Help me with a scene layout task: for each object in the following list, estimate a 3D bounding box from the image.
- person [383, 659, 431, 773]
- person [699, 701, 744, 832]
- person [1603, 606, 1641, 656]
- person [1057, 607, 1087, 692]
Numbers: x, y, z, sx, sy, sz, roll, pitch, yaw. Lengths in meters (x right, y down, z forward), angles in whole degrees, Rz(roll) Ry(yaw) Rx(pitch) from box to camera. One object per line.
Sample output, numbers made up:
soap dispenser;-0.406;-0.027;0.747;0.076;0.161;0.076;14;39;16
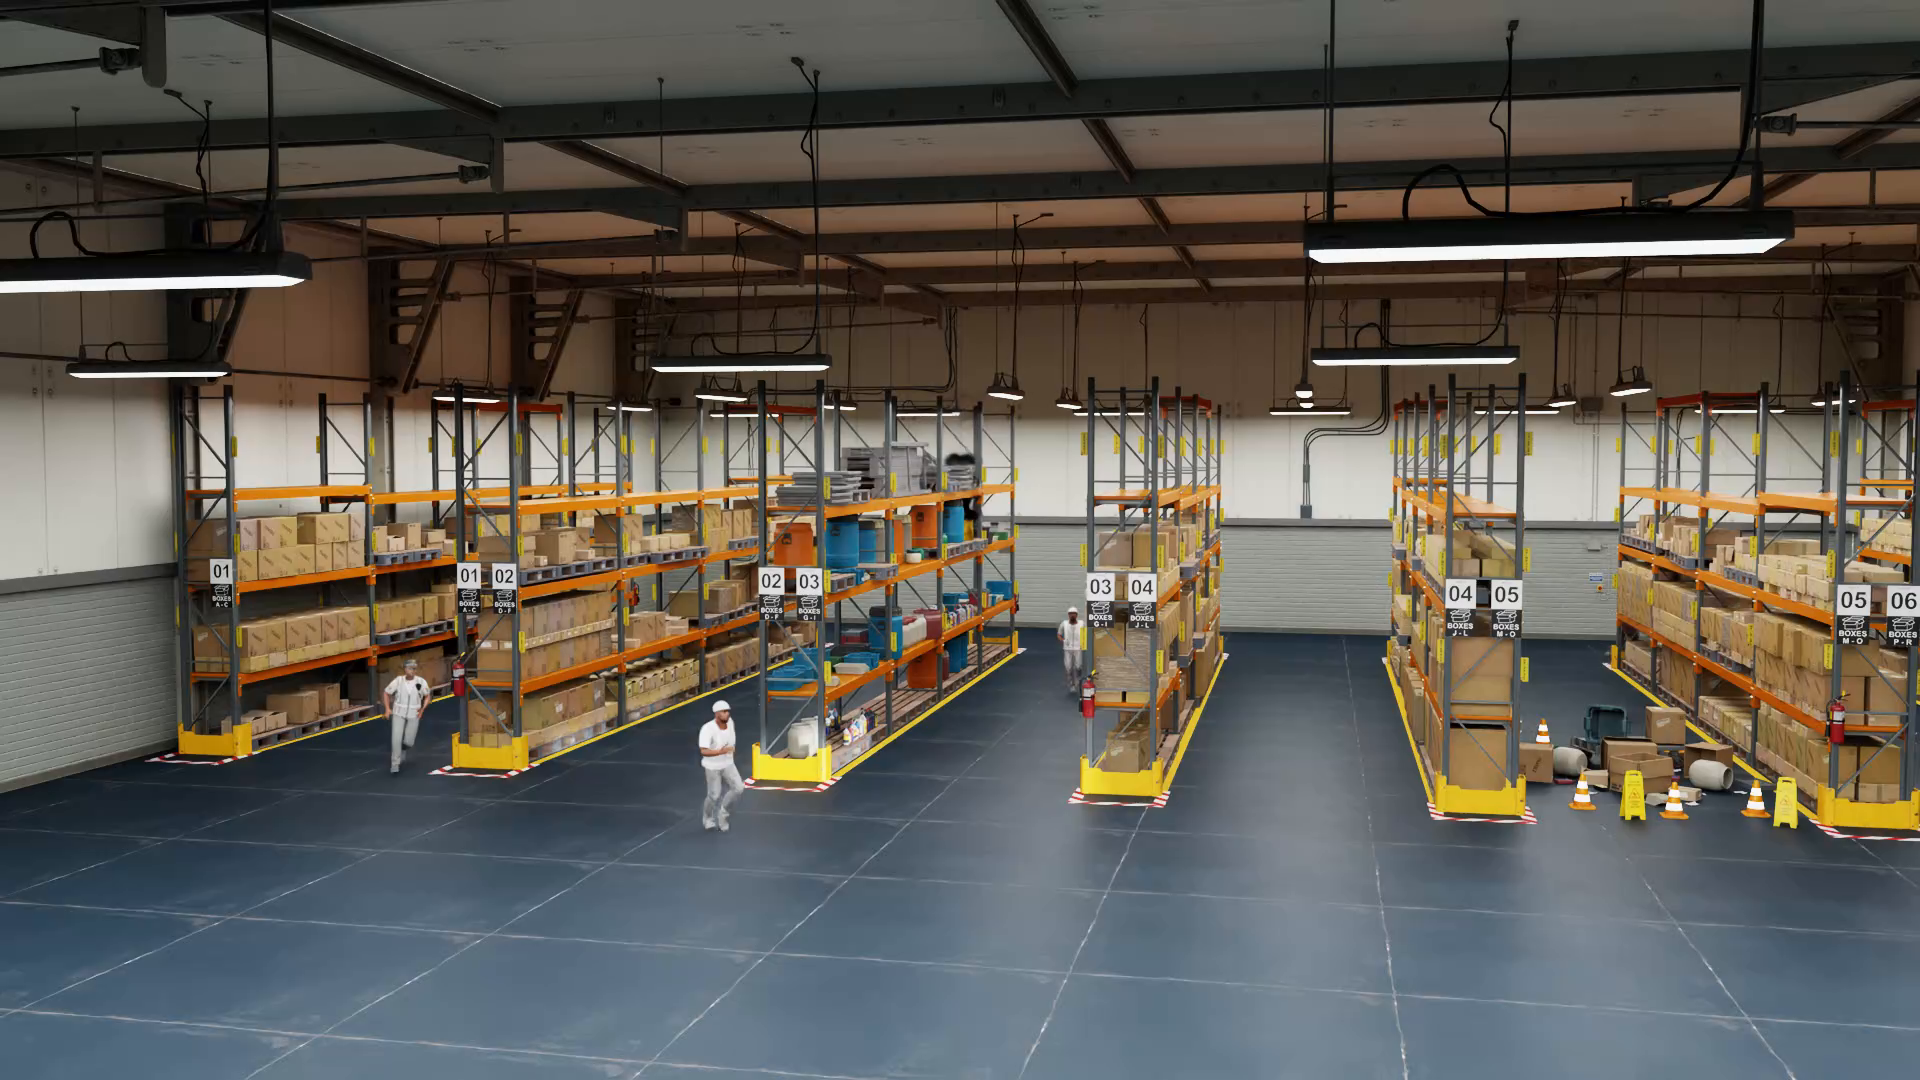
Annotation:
person;-8.584;2.705;25.824;0.705;1.714;0.692;-1;3;-21
person;-3.081;2.914;21.460;0.783;1.719;0.737;3;4;42
person;15.560;1.924;38.773;1.106;1.720;0.742;2;4;28
person;2.306;2.239;33.791;0.678;1.739;0.583;0;3;6
